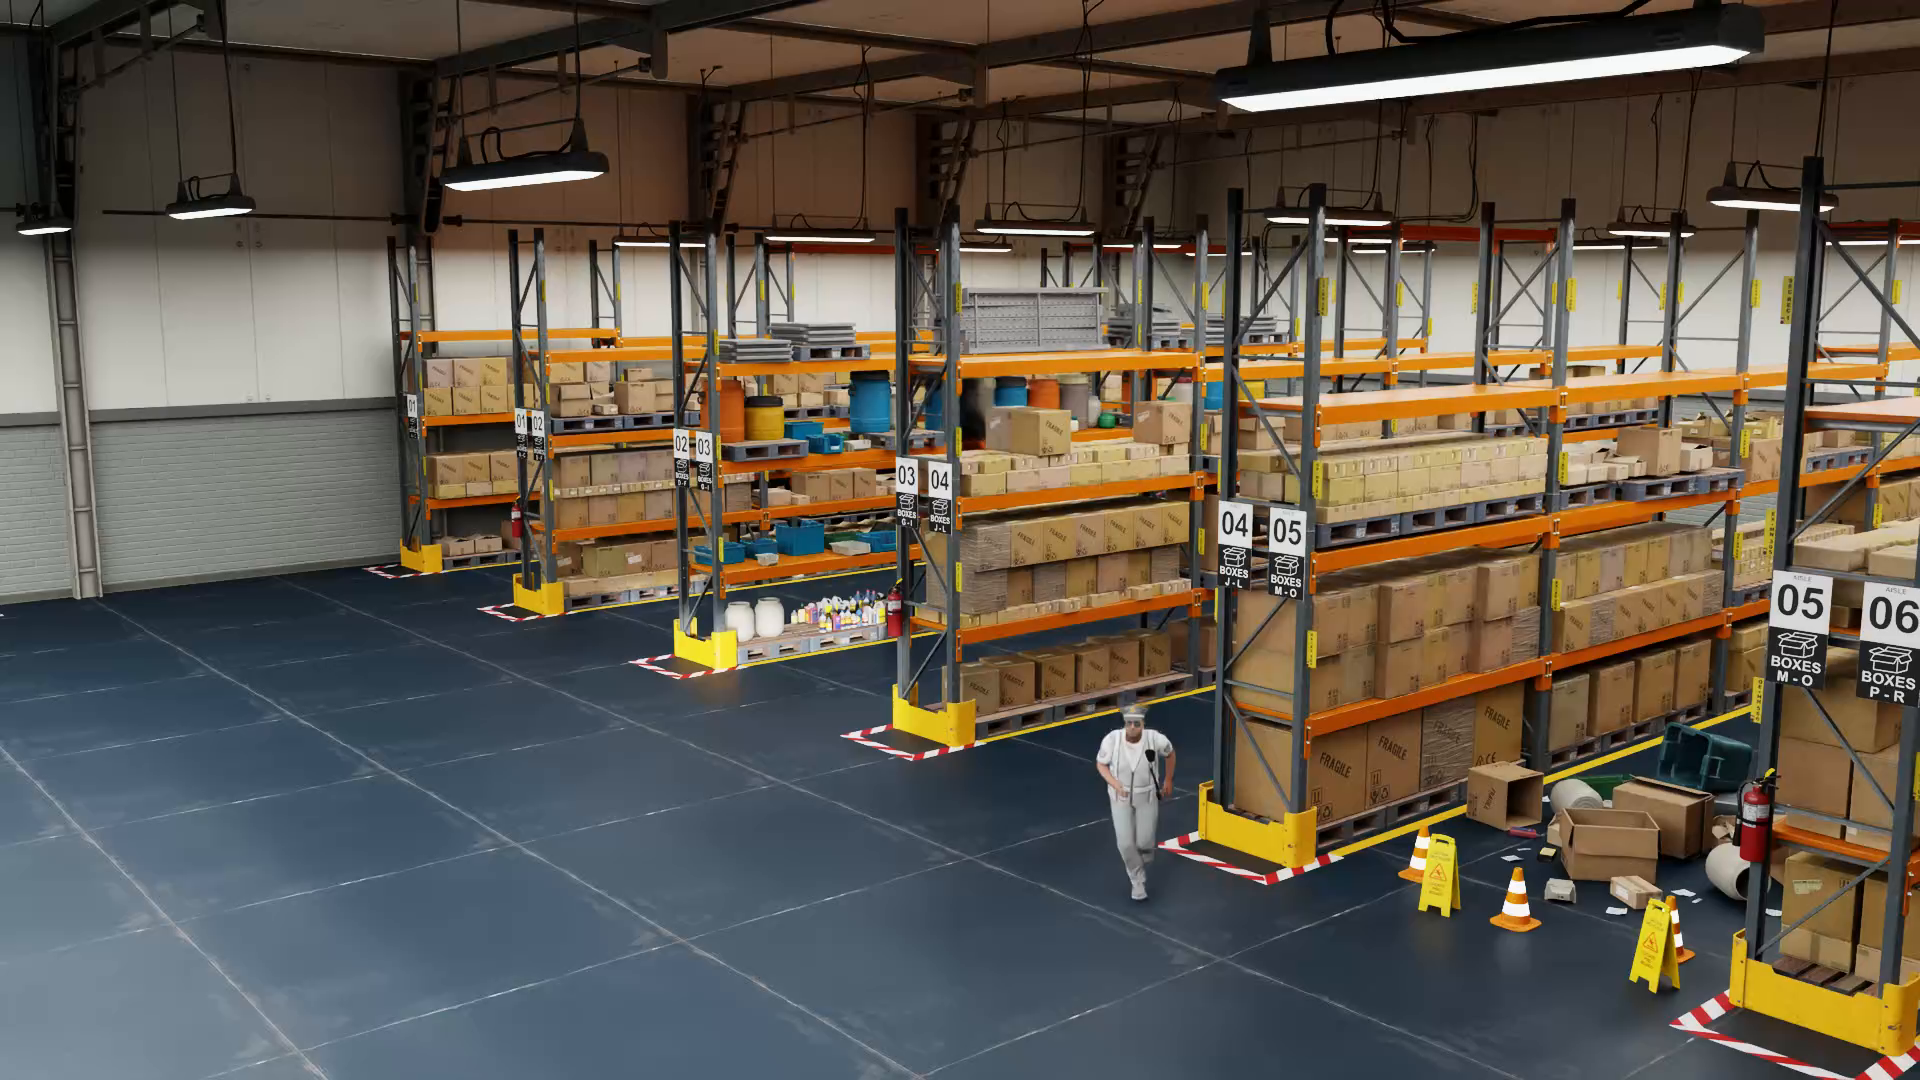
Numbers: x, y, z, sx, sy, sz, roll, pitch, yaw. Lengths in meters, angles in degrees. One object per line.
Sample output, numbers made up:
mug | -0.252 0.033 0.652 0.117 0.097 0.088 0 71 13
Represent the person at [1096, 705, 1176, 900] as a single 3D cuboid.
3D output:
person | 1.486 2.178 14.106 0.649 1.714 0.763 2 9 12
